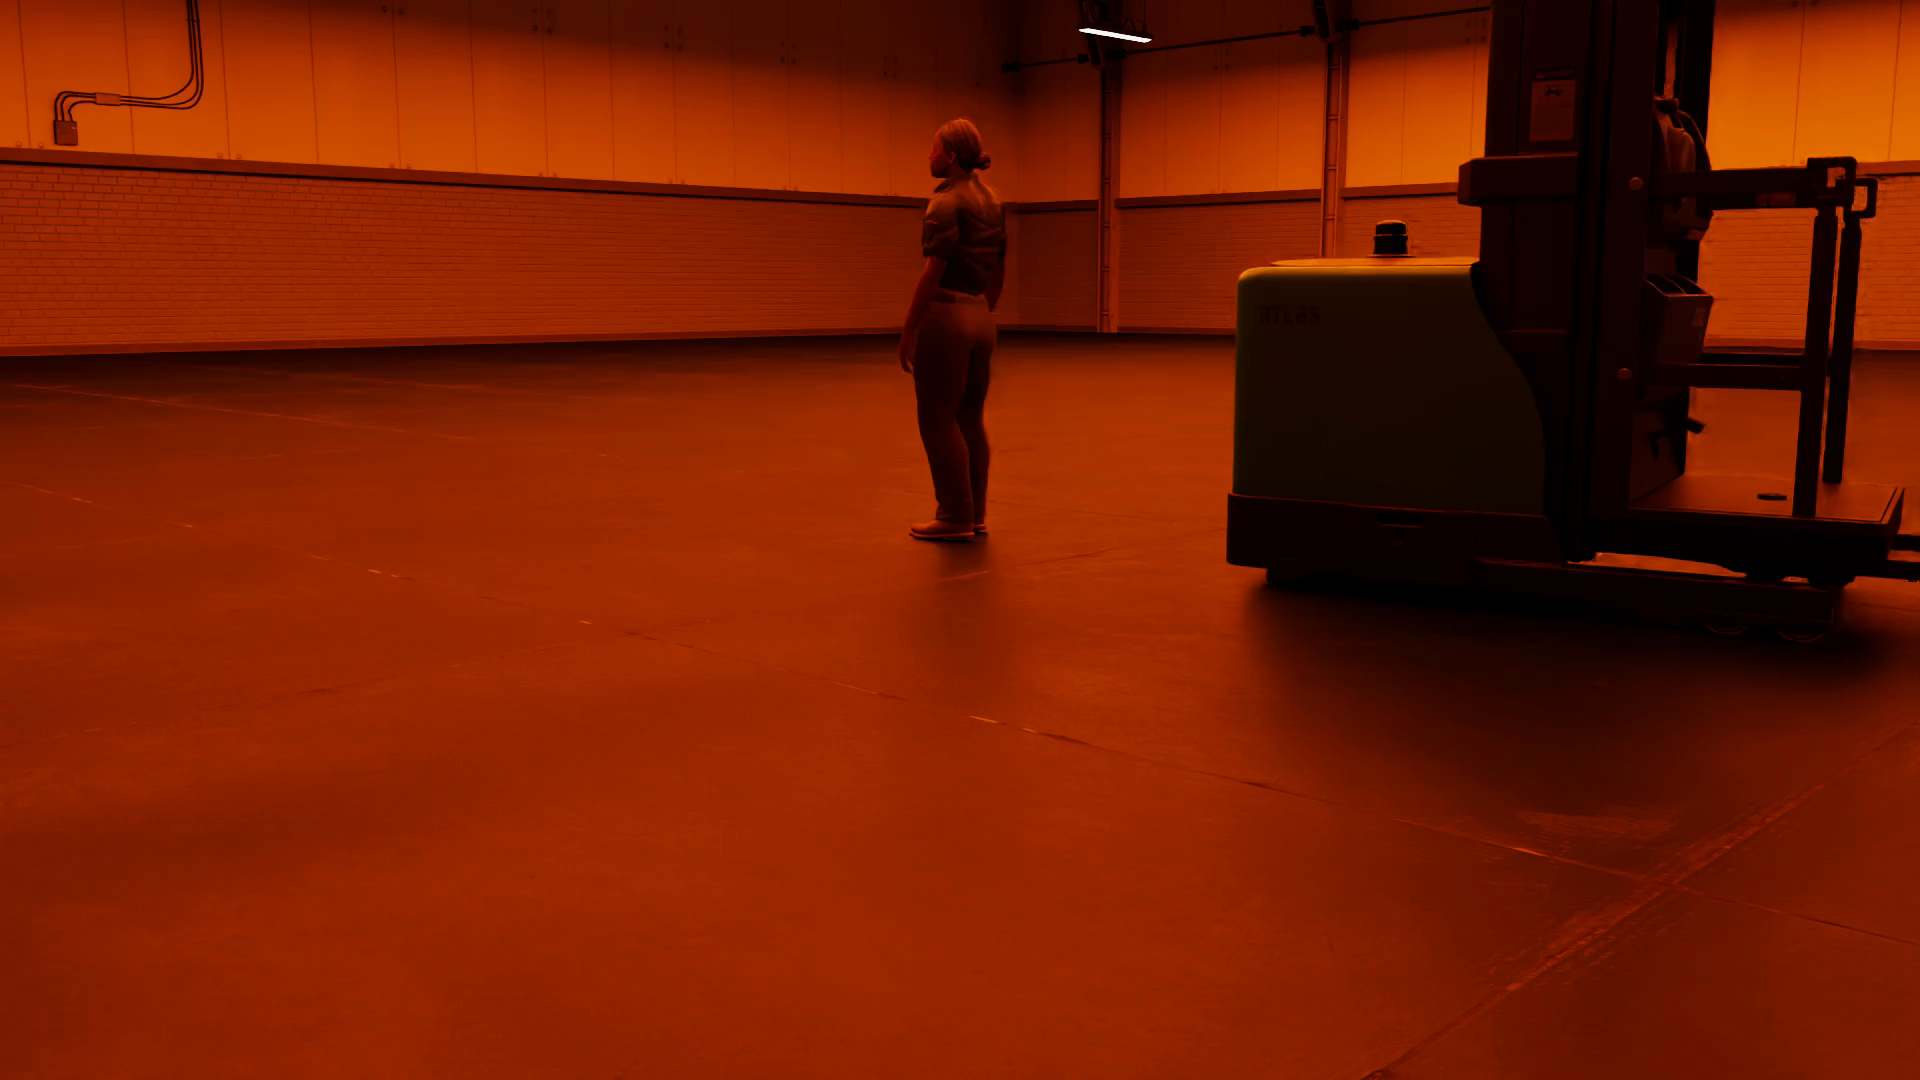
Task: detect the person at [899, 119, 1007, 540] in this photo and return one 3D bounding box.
[{"bbox_3d":[-0.056,-0.824,6.661,0.456,1.655,0.616,6,10,33],"label":"person"}]

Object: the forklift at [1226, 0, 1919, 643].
[{"bbox_3d":[2.443,-1.245,5.139,3.031,2.935,1.130,5,10,31],"label":"forklift"}]
